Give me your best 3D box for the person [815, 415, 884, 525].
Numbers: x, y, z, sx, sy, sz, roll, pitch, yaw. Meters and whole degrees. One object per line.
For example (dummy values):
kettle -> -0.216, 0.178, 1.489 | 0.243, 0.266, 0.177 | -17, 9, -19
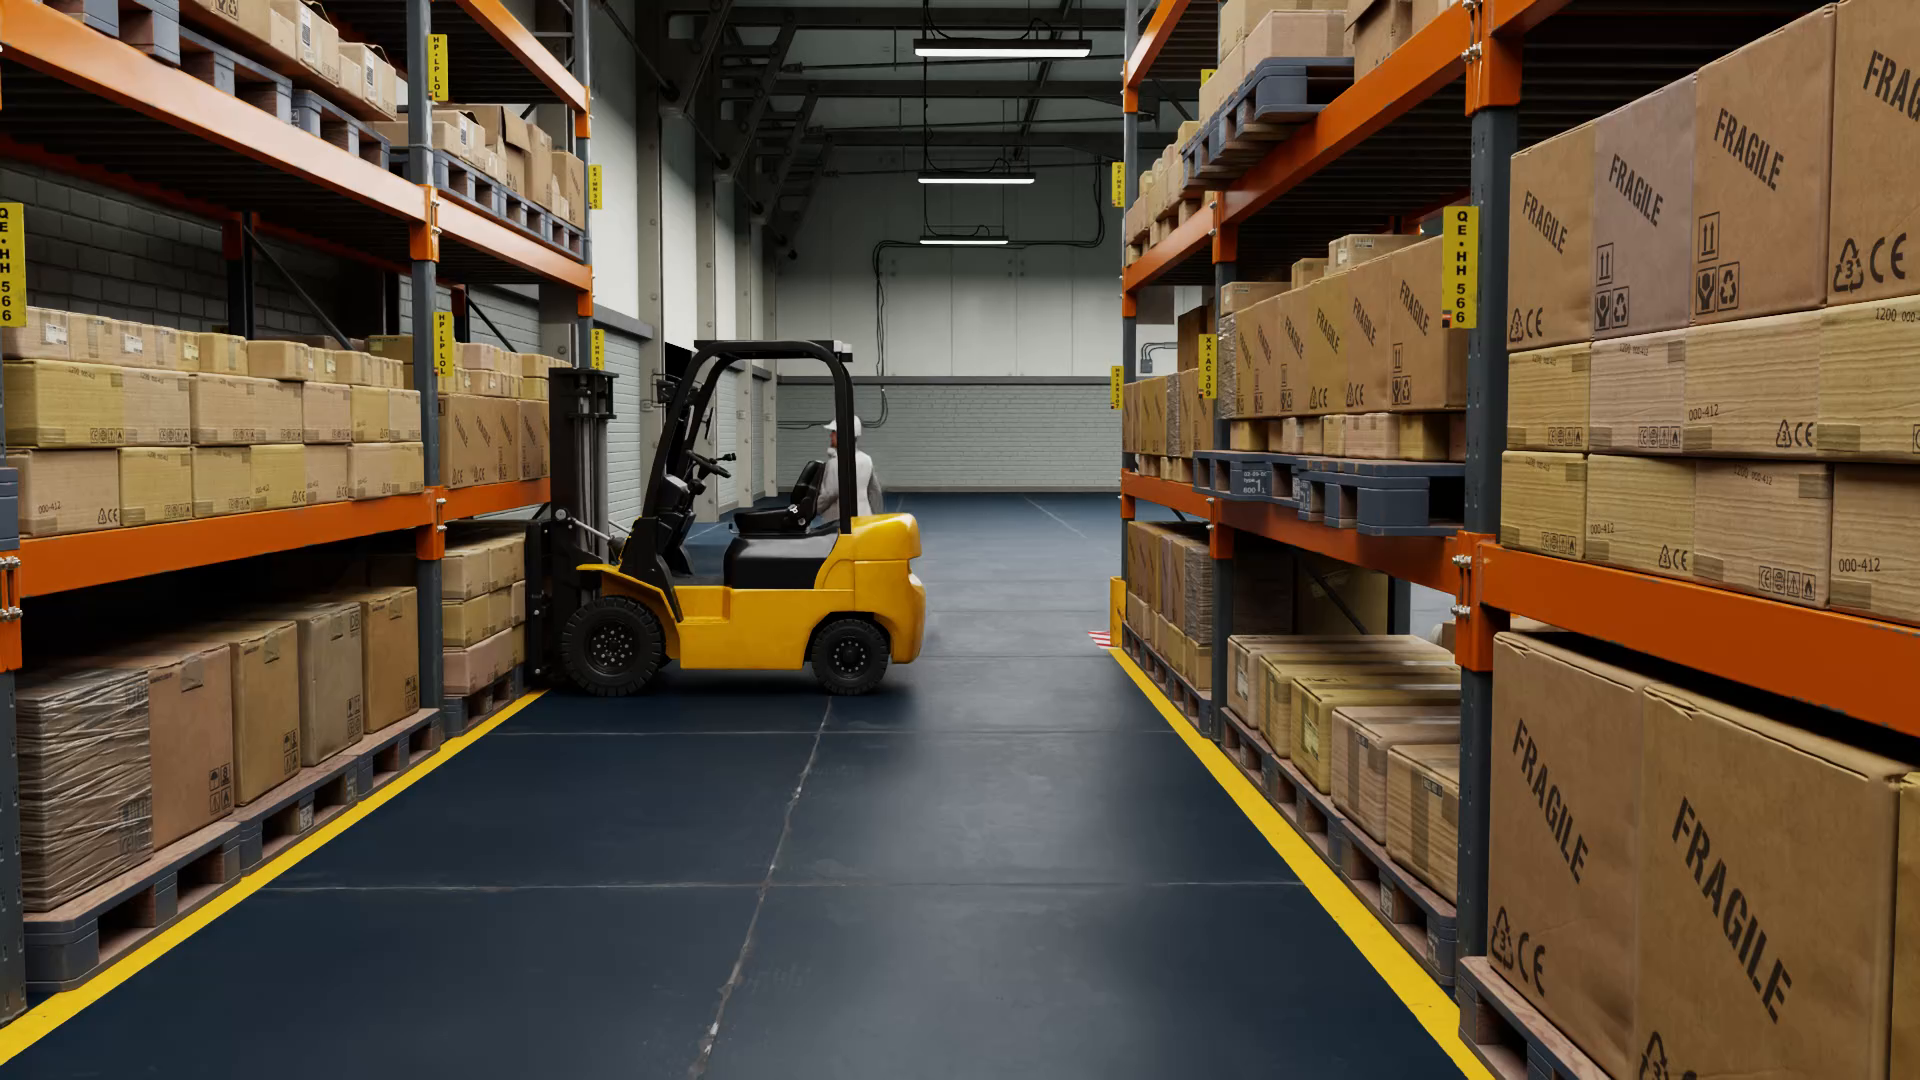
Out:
person -> -0.936, -0.084, 12.819 | 0.529, 1.789, 0.697 | 2, 4, 24
